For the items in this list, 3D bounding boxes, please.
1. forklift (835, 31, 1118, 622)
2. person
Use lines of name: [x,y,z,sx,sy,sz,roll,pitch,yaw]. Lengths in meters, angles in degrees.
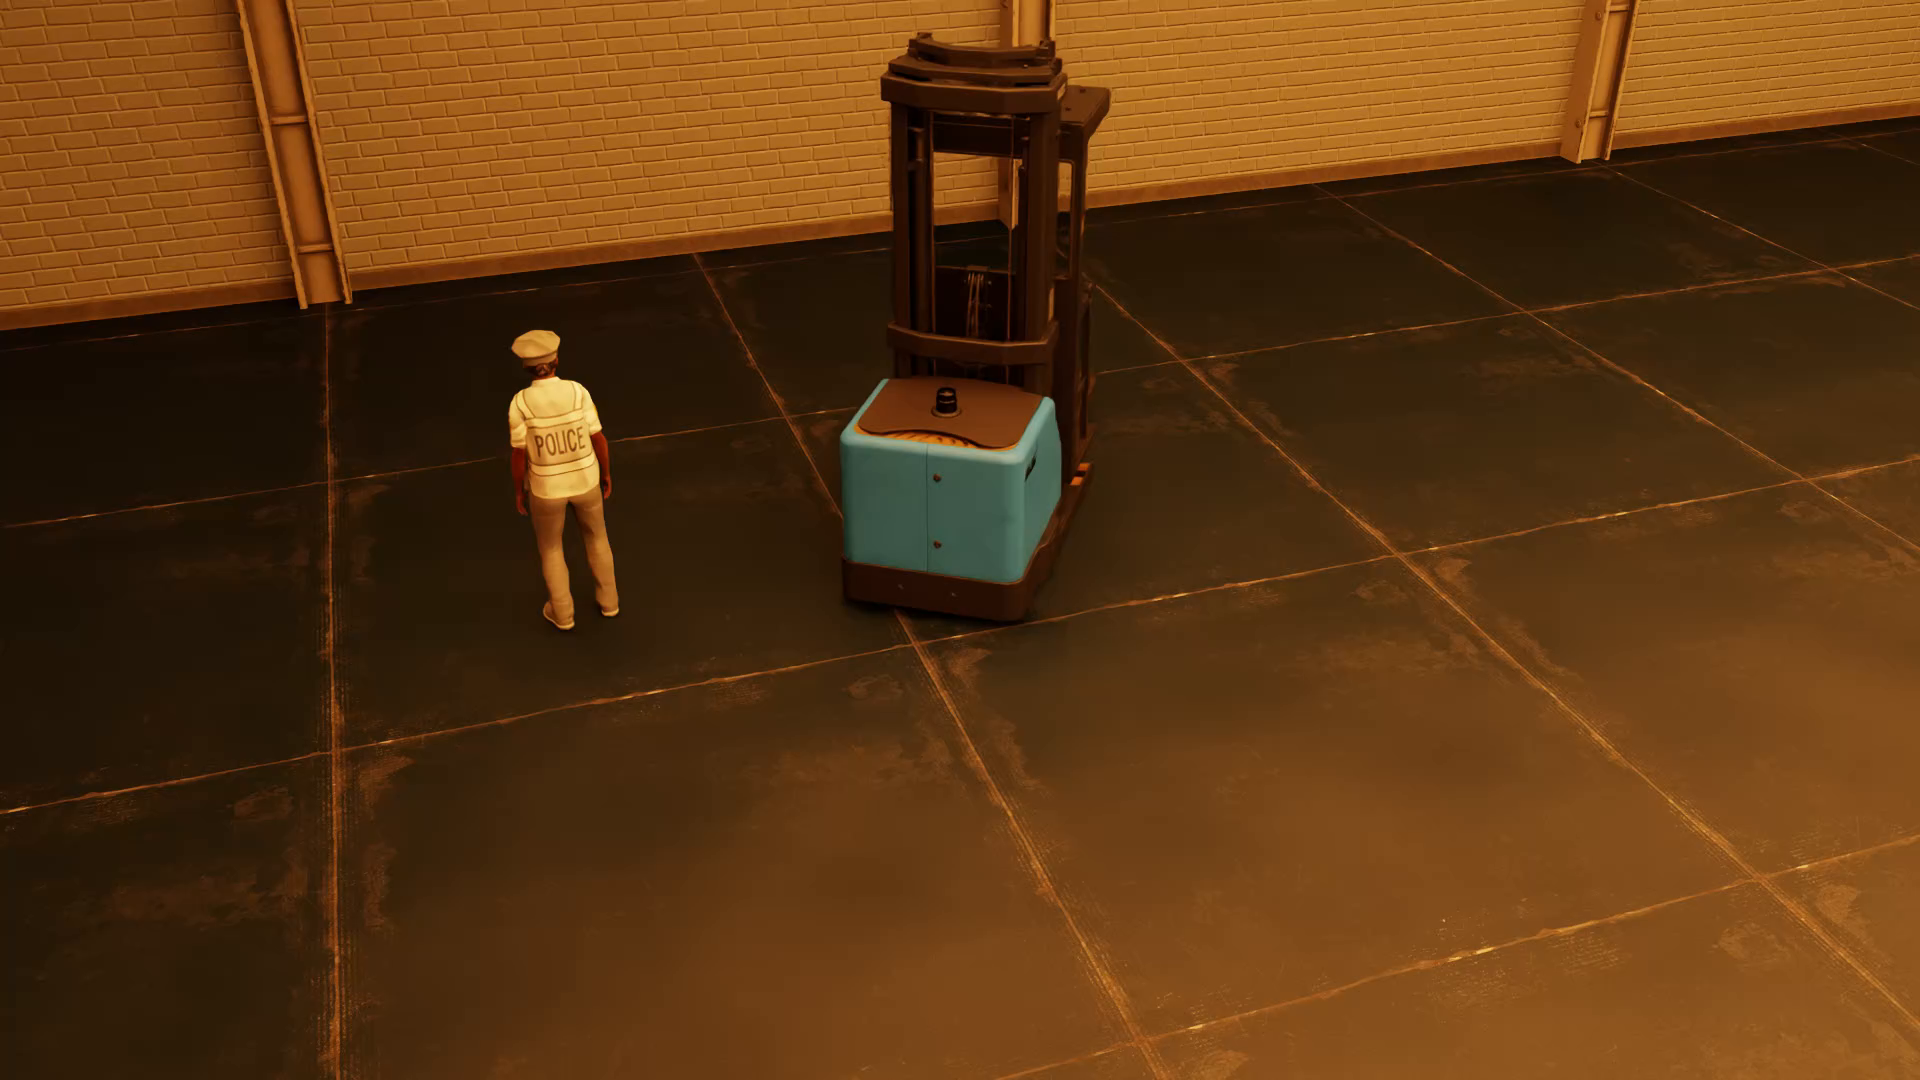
forklift: [0.253,-1.542,9.767,1.130,2.935,3.031,9,31,16]
person: [-2.120,-0.293,8.876,0.517,1.656,0.391,-13,32,-21]
